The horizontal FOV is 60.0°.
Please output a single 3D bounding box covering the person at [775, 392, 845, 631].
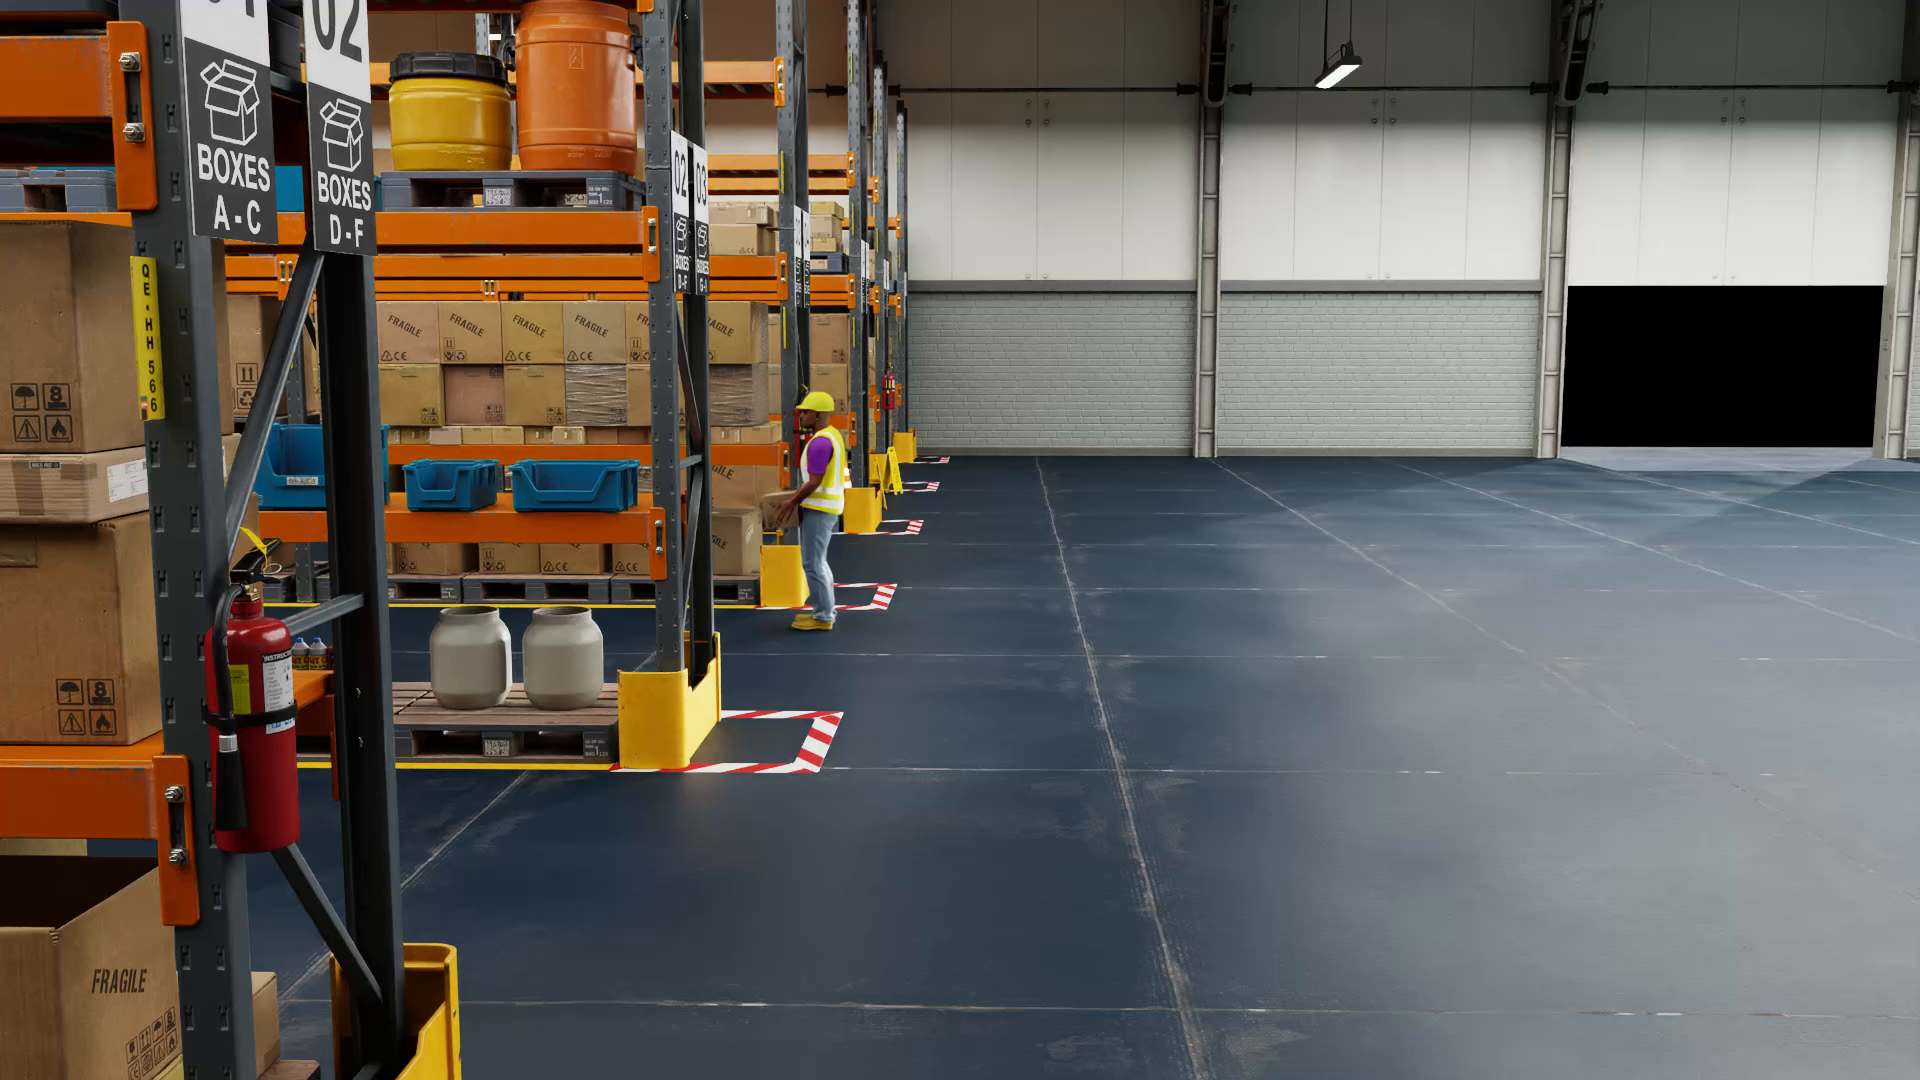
[{"bbox_3d":[-1.111,-0.219,12.405,0.509,1.768,0.562,0,7,1],"label":"person"}]
